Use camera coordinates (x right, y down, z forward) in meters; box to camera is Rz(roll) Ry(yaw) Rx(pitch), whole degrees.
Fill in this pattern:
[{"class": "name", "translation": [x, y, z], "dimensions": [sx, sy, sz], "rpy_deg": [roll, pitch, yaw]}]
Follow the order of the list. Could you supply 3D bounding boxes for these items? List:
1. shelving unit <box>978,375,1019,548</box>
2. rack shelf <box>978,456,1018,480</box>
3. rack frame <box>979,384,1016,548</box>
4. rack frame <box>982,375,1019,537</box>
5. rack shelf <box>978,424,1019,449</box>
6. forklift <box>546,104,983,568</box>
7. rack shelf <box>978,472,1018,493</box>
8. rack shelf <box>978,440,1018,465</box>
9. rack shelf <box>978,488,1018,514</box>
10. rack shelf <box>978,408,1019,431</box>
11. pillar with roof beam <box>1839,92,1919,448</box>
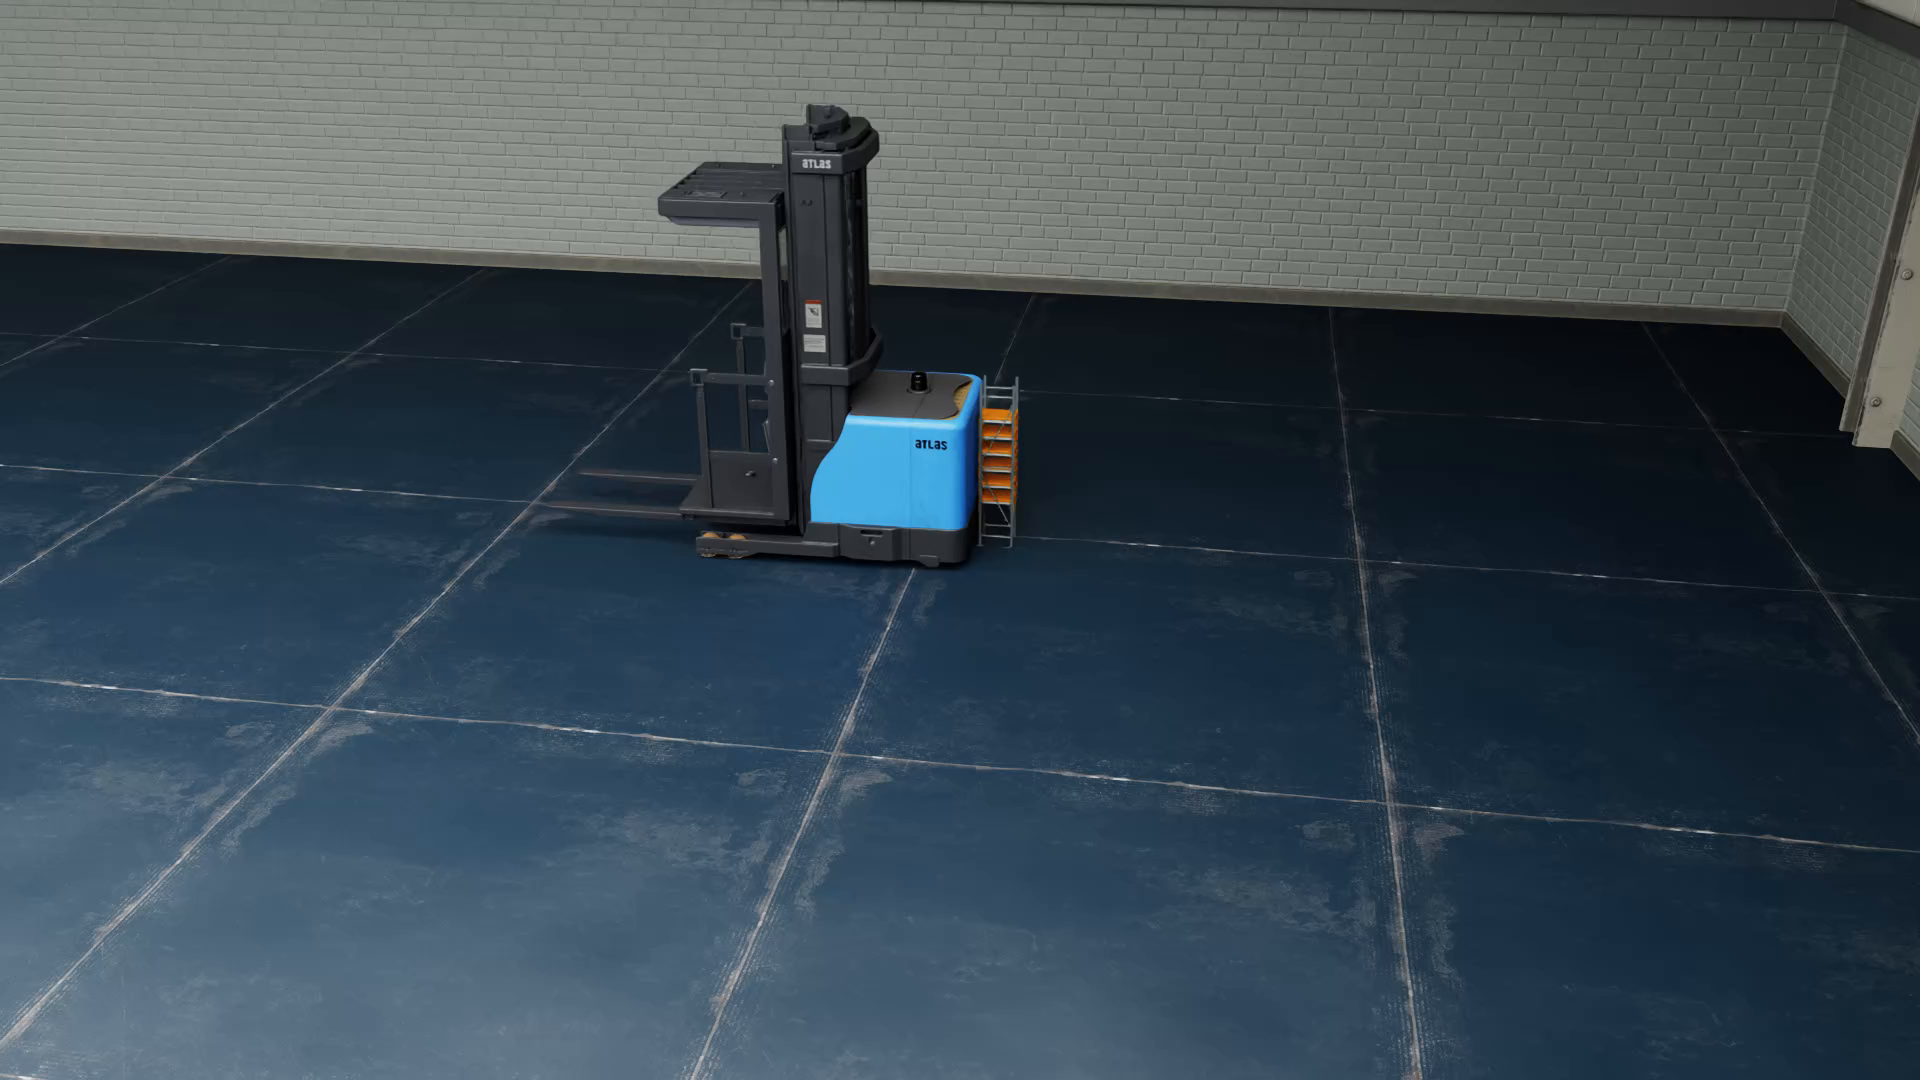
[{"class": "shelving unit", "translation": [0.265, -0.533, 11.472], "dimensions": [0.258, 1.200, 0.189], "rpy_deg": [4, 25, 8]}, {"class": "rack shelf", "translation": [0.265, -0.492, 11.491], "dimensions": [0.258, 0.103, 0.180], "rpy_deg": [4, 25, 8]}, {"class": "rack frame", "translation": [0.252, -0.494, 11.390], "dimensions": [0.240, 1.200, 0.006], "rpy_deg": [4, 25, 8]}, {"class": "rack frame", "translation": [0.278, -0.571, 11.554], "dimensions": [0.240, 1.200, 0.006], "rpy_deg": [4, 25, 8]}, {"class": "rack shelf", "translation": [0.265, -0.710, 11.389], "dimensions": [0.258, 0.103, 0.180], "rpy_deg": [4, 25, 8]}, {"class": "forklift", "translation": [-1.382, -1.414, 11.313], "dimensions": [3.031, 2.935, 1.130], "rpy_deg": [4, 25, 8]}, {"class": "rack shelf", "translation": [0.265, -0.384, 11.542], "dimensions": [0.258, 0.103, 0.180], "rpy_deg": [4, 25, 8]}, {"class": "rack shelf", "translation": [0.265, -0.601, 11.440], "dimensions": [0.258, 0.103, 0.180], "rpy_deg": [4, 25, 8]}, {"class": "rack shelf", "translation": [0.265, -0.275, 11.593], "dimensions": [0.258, 0.103, 0.180], "rpy_deg": [4, 25, 8]}, {"class": "rack shelf", "translation": [0.265, -0.818, 11.339], "dimensions": [0.258, 0.103, 0.180], "rpy_deg": [4, 25, 8]}, {"class": "pillar with roof beam", "translation": [3.121, -5.201, 12.247], "dimensions": [9.100, 9.000, 0.400], "rpy_deg": [4, 25, 9]}]
